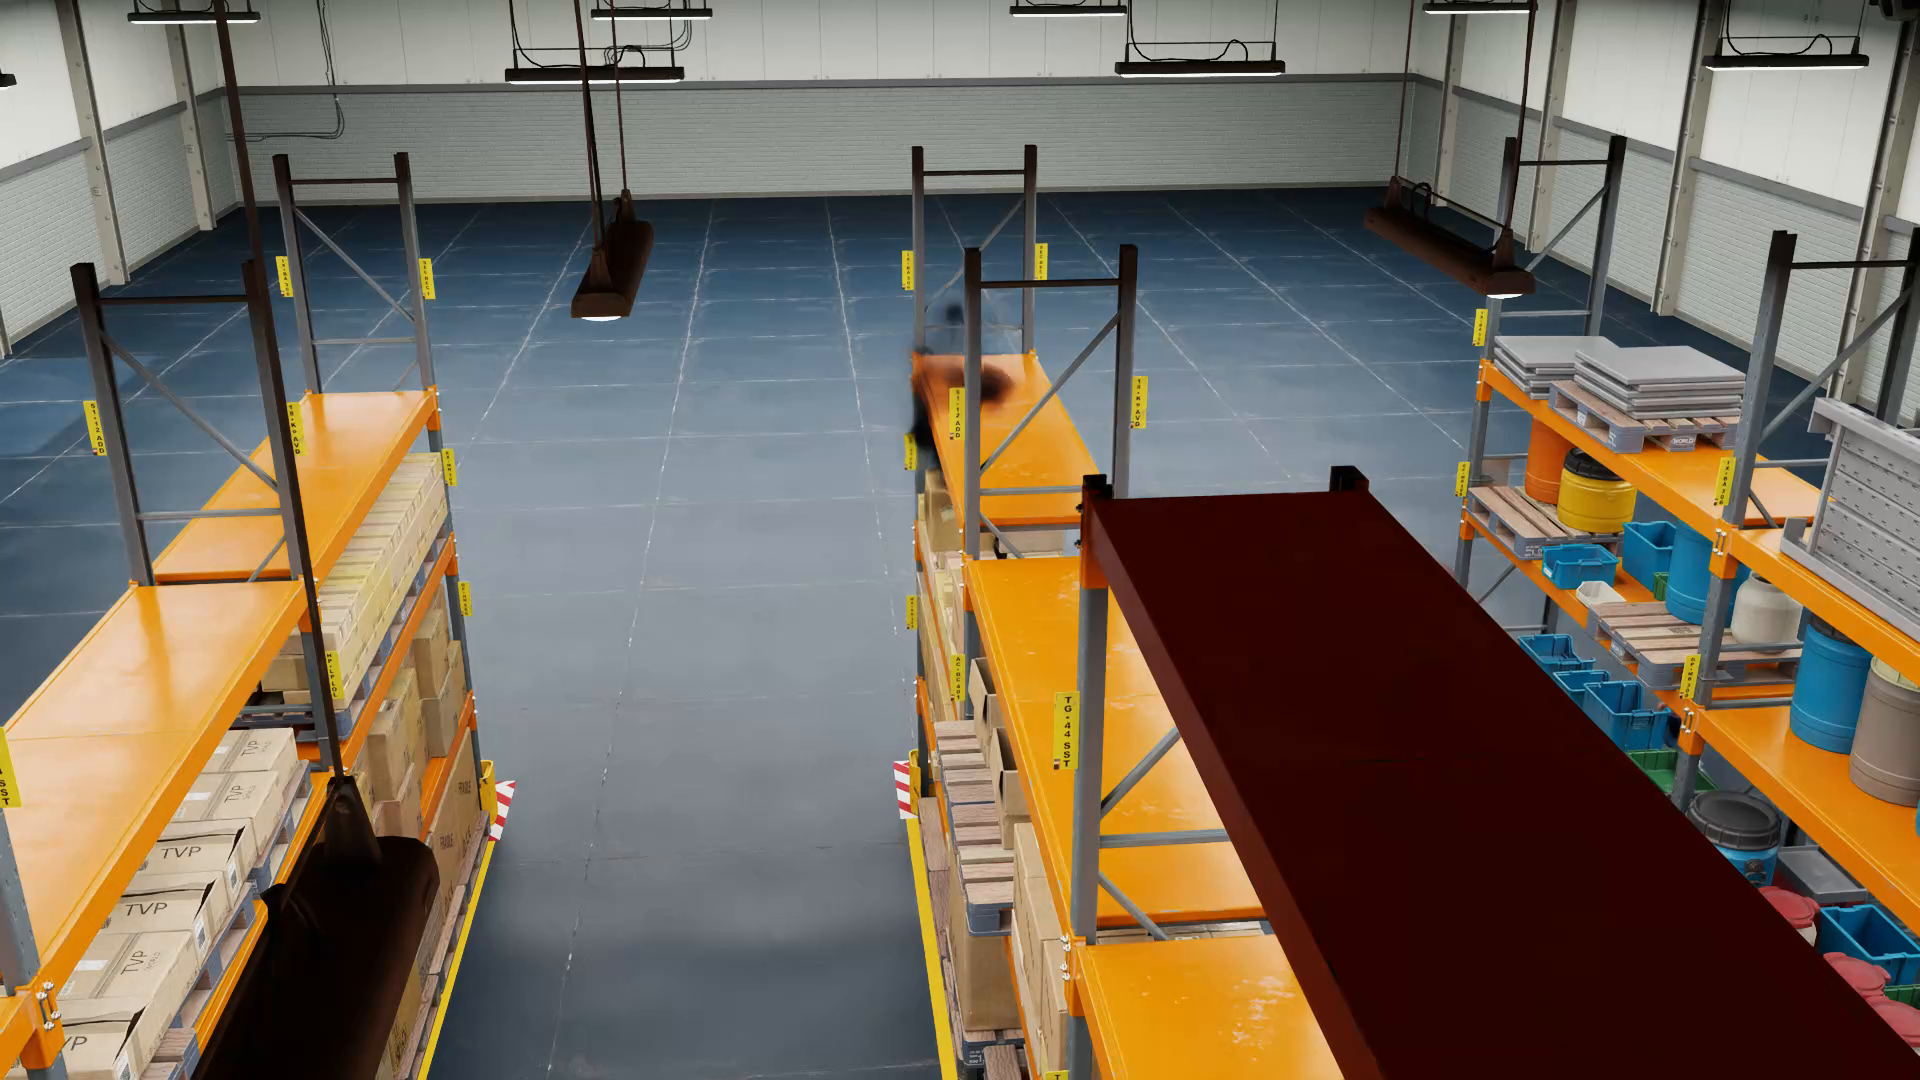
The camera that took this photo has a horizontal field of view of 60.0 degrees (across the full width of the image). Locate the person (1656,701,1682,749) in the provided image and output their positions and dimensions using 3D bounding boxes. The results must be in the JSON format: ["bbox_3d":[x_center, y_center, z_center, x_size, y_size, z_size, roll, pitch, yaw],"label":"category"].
[{"bbox_3d":[6.739,1.573,15.617,0.594,1.543,0.483,-10,24,-24],"label":"person"}]
